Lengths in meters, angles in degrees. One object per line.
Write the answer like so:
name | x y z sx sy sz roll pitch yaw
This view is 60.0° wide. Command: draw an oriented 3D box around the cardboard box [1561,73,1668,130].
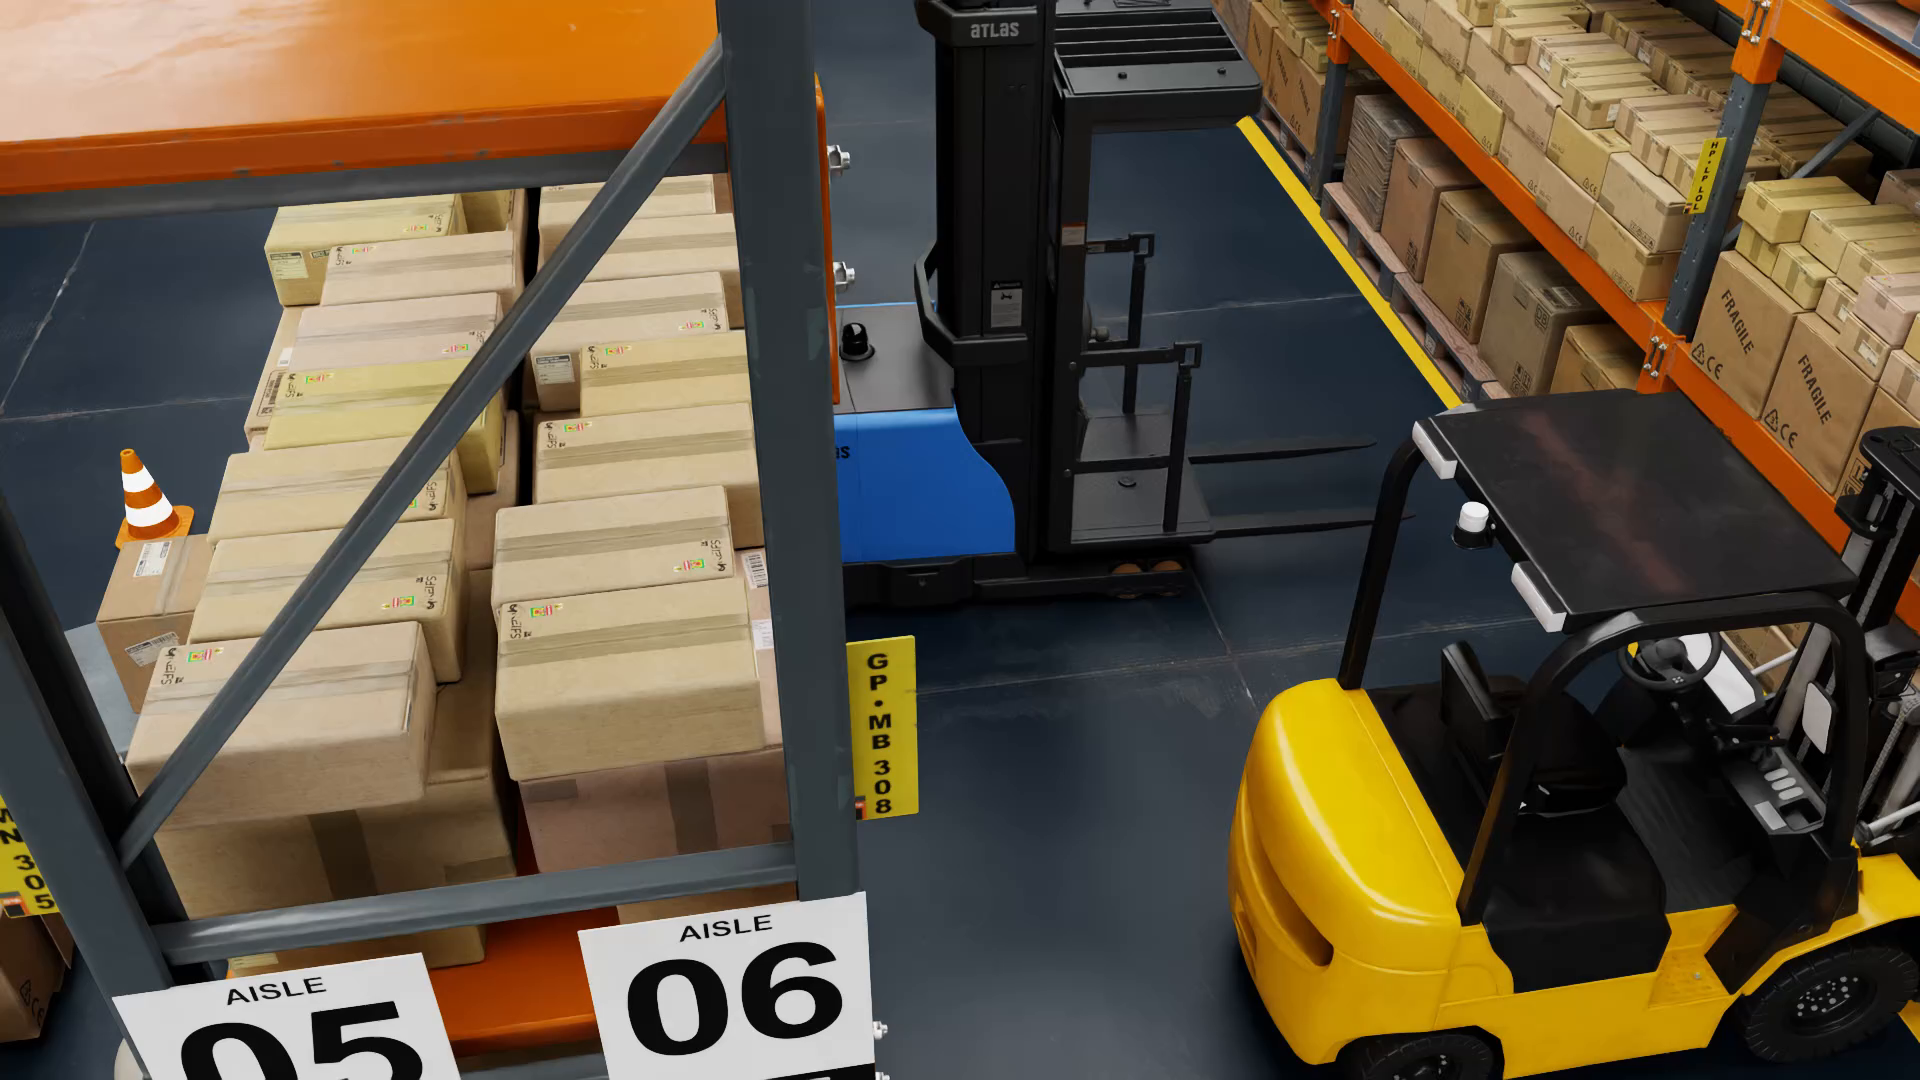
cardboard box | 3.034 -2.037 7.717 0.380 0.149 0.250 -7 38 -9

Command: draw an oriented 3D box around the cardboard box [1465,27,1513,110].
cardboard box | 2.955 -2.441 8.561 0.500 0.250 0.500 -6 38 -7

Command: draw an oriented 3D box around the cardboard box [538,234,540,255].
cardboard box | -1.346 -0.822 4.523 0.380 0.149 0.250 -7 38 -9

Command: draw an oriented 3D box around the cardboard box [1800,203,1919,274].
cardboard box | 3.460 -1.150 6.332 0.380 0.149 0.250 -6 38 -7

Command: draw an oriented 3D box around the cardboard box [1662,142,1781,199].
cardboard box | 3.265 -1.585 7.135 0.380 0.149 0.250 -5 38 -6

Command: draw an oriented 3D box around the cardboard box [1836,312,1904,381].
cardboard box | 3.431 -0.714 6.014 0.380 0.149 0.250 -5 38 -7

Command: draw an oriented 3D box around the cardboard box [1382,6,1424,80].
cardboard box | 2.763 -2.865 9.516 0.500 0.250 0.500 -7 38 -9

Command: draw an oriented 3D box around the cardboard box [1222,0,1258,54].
cardboard box | 2.275 -3.865 12.375 0.500 0.500 0.500 -8 38 -10

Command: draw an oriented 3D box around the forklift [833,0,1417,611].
forklift | 0.642 -1.201 7.307 3.031 2.935 1.130 -4 38 -5

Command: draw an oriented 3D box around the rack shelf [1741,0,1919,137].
rack shelf | 3.894 -0.800 4.876 1.077 0.370 4.000 -6 38 -8

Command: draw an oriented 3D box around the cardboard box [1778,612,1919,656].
cardboard box | 3.498 0.353 6.335 0.500 0.250 0.500 -5 38 -6

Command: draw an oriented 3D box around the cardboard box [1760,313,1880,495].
cardboard box | 3.472 -0.538 6.316 0.500 0.500 0.500 -6 38 -7

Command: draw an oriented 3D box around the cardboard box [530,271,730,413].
cardboard box | -0.654 -0.399 3.328 0.380 0.149 0.250 -6 38 -8

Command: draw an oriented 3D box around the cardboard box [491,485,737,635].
cardboard box | -0.563 0.057 2.741 0.380 0.149 0.250 -6 38 -8

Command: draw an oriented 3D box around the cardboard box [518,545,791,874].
cardboard box | -0.467 0.270 2.793 0.500 0.250 0.500 -7 38 -9

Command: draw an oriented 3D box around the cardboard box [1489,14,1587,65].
cardboard box | 2.889 -2.506 8.320 0.380 0.149 0.250 -7 38 -9

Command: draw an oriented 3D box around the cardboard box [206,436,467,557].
cardboard box | -1.062 -0.040 2.866 0.380 0.149 0.250 -7 38 -8

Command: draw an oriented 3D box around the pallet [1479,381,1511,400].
pallet | 3.376 -0.447 8.553 1.003 0.211 1.213 -6 38 -8

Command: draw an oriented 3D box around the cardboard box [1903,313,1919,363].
cardboard box | 3.512 -0.674 5.720 0.380 0.149 0.250 -7 38 -9

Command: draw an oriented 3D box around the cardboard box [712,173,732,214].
cardboard box | -0.706 -0.877 3.944 0.380 0.149 0.250 -6 38 -7

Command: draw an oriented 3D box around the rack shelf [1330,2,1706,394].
rack shelf | 3.193 -2.031 8.906 1.077 0.370 4.000 -6 38 -8

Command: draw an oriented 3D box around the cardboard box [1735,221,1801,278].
cardboard box | 3.340 -1.182 6.616 0.380 0.149 0.250 -7 38 -9

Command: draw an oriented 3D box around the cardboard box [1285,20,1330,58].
cardboard box | 2.428 -3.391 11.236 0.380 0.149 0.250 -8 39 -10

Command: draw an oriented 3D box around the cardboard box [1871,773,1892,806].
cardboard box | 3.579 0.855 6.096 0.500 0.250 0.500 -6 38 -8

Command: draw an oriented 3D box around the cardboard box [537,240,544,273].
cardboard box | -0.731 -0.656 3.985 0.500 0.250 0.500 -5 38 -7

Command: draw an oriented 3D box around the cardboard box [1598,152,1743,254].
cardboard box | 3.206 -1.515 7.369 0.500 0.250 0.500 -7 38 -9

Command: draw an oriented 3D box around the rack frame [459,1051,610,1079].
rack frame | -0.641 1.845 3.330 1.000 3.000 0.127 -6 38 -8

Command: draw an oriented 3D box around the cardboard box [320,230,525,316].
cardboard box | -1.111 -0.508 3.469 0.380 0.149 0.250 -7 38 -9

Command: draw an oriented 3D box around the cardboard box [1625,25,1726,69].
cardboard box | 3.522 -2.414 8.202 0.380 0.149 0.250 -7 38 -8

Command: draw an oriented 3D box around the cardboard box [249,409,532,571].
cardboard box | -1.070 0.016 3.119 0.500 0.250 0.500 -7 38 -9

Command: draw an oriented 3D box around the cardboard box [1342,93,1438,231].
cardboard box | 2.938 -2.373 10.353 0.875 0.625 0.625 -5 38 -7

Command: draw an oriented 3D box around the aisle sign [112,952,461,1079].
aisle sign | -0.916 0.887 2.444 0.394 0.787 0.004 -6 38 -8

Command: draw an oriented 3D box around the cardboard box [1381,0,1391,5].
cardboard box | 2.655 -3.365 9.750 0.500 0.250 0.500 -6 38 -8

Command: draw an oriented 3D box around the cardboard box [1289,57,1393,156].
cardboard box | 2.557 -2.934 11.177 0.500 0.500 0.500 -5 38 -7

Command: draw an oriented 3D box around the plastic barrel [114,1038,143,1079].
plastic barrel | -2.494 1.777 5.517 0.512 0.421 0.421 19 42 23

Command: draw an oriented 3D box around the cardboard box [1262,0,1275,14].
cardboard box | 2.379 -3.869 11.852 0.380 0.149 0.250 -7 38 -9

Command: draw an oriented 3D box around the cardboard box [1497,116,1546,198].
cardboard box | 3.047 -1.931 8.312 0.500 0.250 0.500 -6 38 -8

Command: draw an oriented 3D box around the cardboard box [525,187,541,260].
cardboard box | -1.360 -0.904 4.304 0.500 0.250 0.500 -6 38 -8

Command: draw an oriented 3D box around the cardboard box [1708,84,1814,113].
cardboard box | 3.655 -1.957 7.614 0.380 0.149 0.250 -6 38 -8

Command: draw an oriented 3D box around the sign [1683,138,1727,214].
sign | 3.011 -1.469 6.717 0.100 0.325 0.005 -6 38 -8

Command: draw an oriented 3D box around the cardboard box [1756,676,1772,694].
cardboard box | 3.512 0.754 6.633 0.500 0.250 0.500 -6 38 -7

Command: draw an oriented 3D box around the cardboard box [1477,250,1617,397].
cardboard box | 3.313 -1.119 8.738 0.875 0.625 0.625 -7 38 -8

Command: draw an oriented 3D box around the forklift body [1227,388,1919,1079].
forklift body | 2.116 0.695 5.502 2.313 2.155 1.214 -6 38 -8

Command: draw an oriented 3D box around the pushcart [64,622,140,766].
pushcart | -3.579 0.740 6.890 1.648 0.377 0.936 -20 42 -23

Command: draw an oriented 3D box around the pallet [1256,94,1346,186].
pallet | 2.749 -2.877 11.681 1.003 0.211 1.213 -6 38 -8
